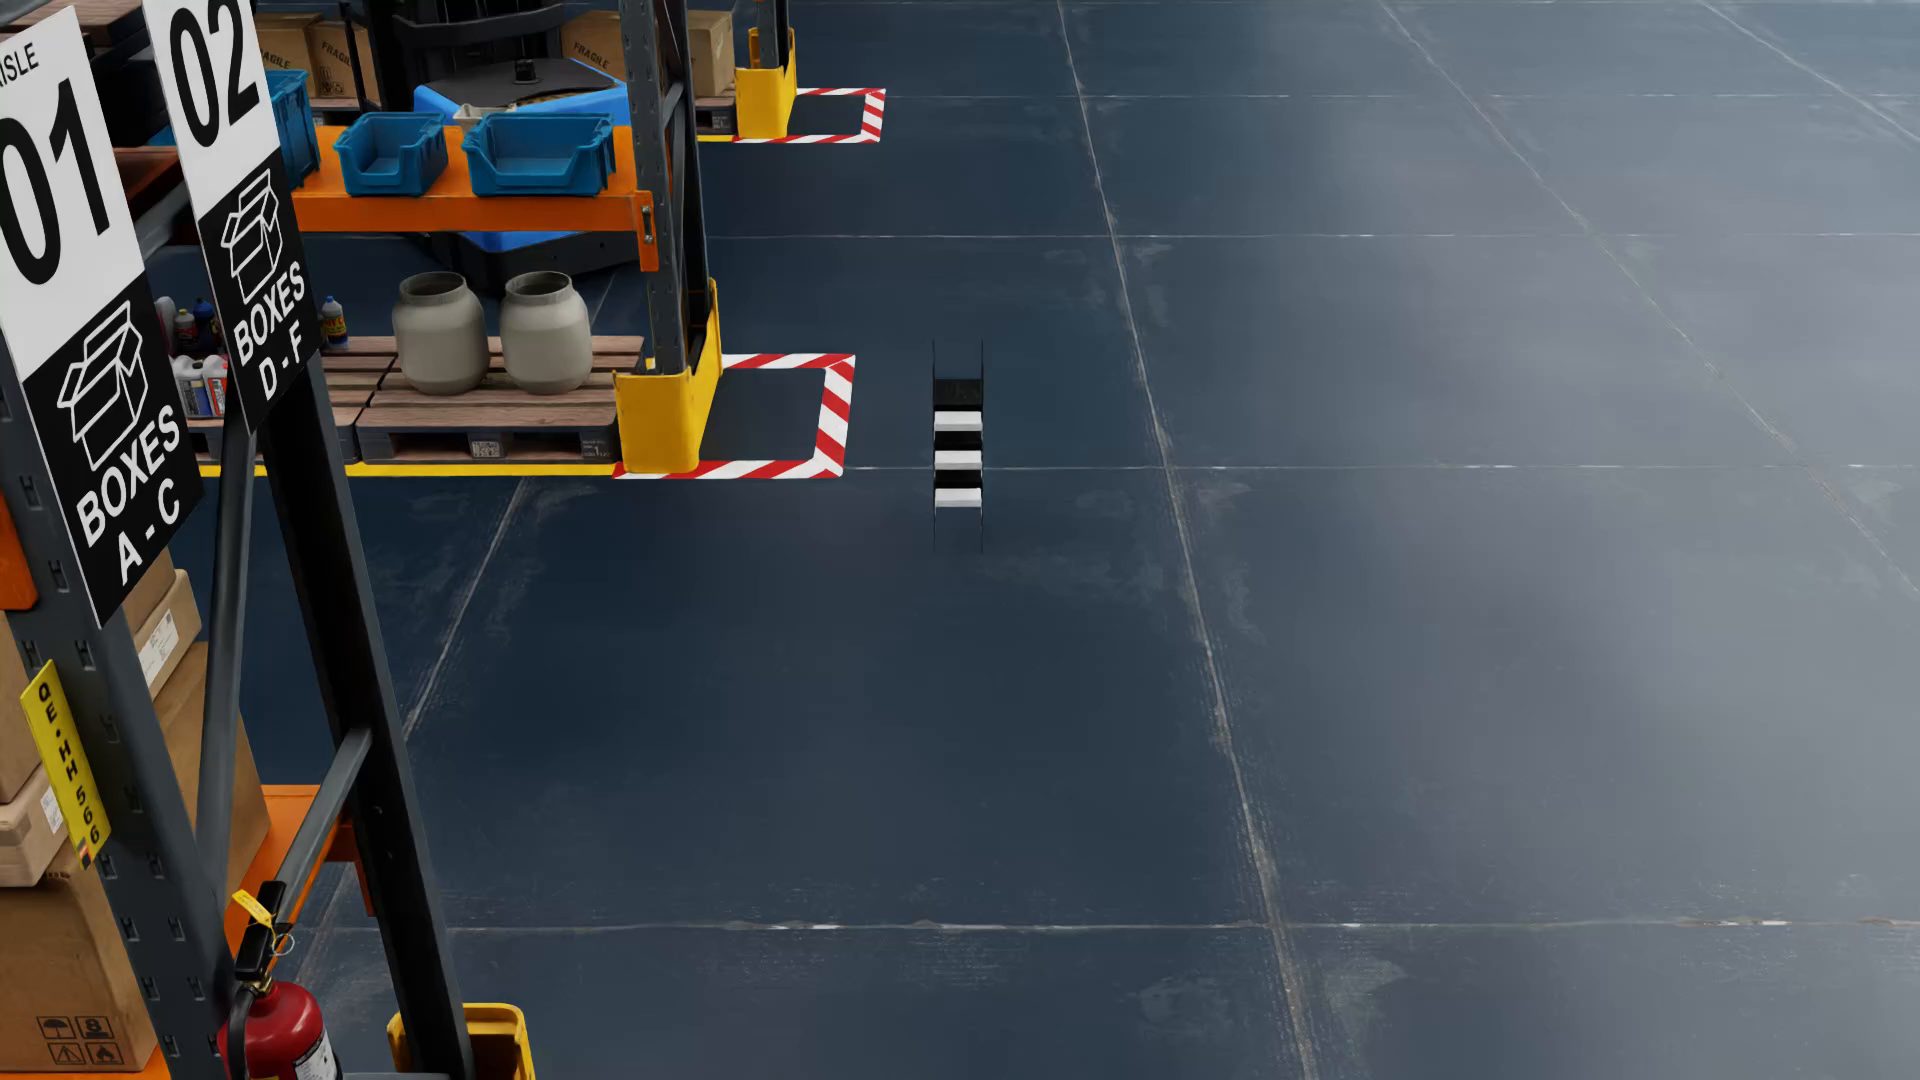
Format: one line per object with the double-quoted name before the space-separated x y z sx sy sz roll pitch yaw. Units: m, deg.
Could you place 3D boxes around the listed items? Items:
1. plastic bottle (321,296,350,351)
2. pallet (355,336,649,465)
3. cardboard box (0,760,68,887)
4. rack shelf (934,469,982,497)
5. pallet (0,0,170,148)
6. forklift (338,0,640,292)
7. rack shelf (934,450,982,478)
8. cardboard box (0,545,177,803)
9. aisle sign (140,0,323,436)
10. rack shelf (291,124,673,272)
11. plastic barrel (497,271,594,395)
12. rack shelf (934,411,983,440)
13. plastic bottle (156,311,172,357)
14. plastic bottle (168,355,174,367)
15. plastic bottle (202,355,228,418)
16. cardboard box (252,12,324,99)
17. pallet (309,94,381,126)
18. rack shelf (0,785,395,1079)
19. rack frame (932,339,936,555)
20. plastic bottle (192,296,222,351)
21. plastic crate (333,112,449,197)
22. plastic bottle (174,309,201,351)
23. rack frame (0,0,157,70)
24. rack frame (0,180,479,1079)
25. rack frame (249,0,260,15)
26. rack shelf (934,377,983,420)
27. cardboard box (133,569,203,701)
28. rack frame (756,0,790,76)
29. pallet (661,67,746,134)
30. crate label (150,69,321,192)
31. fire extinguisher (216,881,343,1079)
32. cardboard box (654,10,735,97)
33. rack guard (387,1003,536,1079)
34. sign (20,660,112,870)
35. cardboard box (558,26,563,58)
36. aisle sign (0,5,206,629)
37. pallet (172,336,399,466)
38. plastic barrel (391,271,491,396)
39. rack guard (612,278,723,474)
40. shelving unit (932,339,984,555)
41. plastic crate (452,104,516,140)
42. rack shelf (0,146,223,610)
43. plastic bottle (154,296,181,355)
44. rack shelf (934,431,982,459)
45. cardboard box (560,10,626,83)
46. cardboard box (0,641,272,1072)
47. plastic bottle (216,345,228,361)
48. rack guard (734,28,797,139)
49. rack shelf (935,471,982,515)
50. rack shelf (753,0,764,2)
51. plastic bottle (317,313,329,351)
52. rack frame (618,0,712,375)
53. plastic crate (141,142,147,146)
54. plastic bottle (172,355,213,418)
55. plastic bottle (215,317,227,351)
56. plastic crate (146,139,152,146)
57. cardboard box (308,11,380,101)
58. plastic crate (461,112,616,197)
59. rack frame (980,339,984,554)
"plastic bottle" -3.150 -1.097 8.373 0.097 0.271 0.097 0 31 0
"pallet" -2.223 -0.703 8.206 1.213 0.211 1.003 0 31 0
"cardboard box" -1.690 0.430 2.929 0.250 0.149 0.380 -1 31 -1
"rack shelf" -0.008 -0.279 7.081 0.200 0.077 0.258 0 31 0
"pallet" -2.016 -0.606 2.551 1.213 0.211 1.003 0 31 0
"forklift" -3.129 -3.360 9.962 1.130 2.935 3.031 -22 37 -31
"rack shelf" -0.008 -0.356 7.034 0.200 0.077 0.258 0 31 0
"cardboard box" -1.828 0.047 2.933 0.500 0.500 0.700 0 31 0
"aisle sign" -1.245 -0.621 2.876 0.004 0.787 0.394 0 31 0
"rack shelf" -3.335 -1.606 7.699 4.000 0.370 1.077 0 31 0
"plastic barrel" -1.992 -0.994 7.990 0.421 0.512 0.421 0 31 0
"rack shelf" -0.008 -0.510 6.940 0.200 0.077 0.258 0 31 0
"plastic bottle" -4.014 -1.030 8.251 0.133 0.283 0.061 0 31 0
"plastic bottle" -3.725 -0.753 7.728 0.185 0.351 0.144 1 31 2
"plastic bottle" -3.421 -0.724 7.753 0.135 0.276 0.152 0 31 0
"cardboard box" -4.964 -3.568 12.244 0.500 0.500 0.500 -1 31 -2
"pallet" -4.693 -3.305 12.493 1.213 0.211 1.003 0 31 0
"rack shelf" -3.309 0.963 3.464 4.000 0.370 1.077 0 31 0
"rack frame" -0.110 -0.384 7.016 0.006 0.900 0.240 0 31 0
"plastic bottle" -3.795 -1.095 8.370 0.097 0.271 0.097 0 31 0
"plastic crate" -2.483 -1.700 7.304 0.408 0.251 0.499 0 31 0
"plastic bottle" -3.897 -1.065 8.387 0.097 0.201 0.097 0 31 0
"rack frame" -1.309 -1.915 1.731 0.127 3.000 1.000 0 31 0
"rack frame" -1.309 0.650 3.288 0.127 3.000 1.000 0 31 0
"rack frame" -5.365 -4.476 11.736 0.127 3.000 1.000 0 31 0
"rack shelf" -0.008 -0.587 6.894 0.200 0.077 0.258 0 31 0
"cardboard box" -1.702 0.219 3.276 0.250 0.149 0.380 0 31 -1
"rack frame" -1.365 -4.489 11.757 0.127 3.000 1.000 0 31 0
"pallet" -2.253 -3.312 12.506 1.213 0.211 1.003 0 31 0
"crate label" -3.174 -1.789 7.273 0.616 0.435 0.502 0 31 0
"fire extinguisher" -1.188 0.923 2.911 0.183 0.674 0.296 0 31 0
"cardboard box" -1.989 -3.607 12.307 0.500 0.500 0.500 5 32 9
"rack guard" -1.285 1.718 3.936 0.348 0.500 1.175 0 31 0
"sign" -1.319 0.335 2.462 0.005 0.325 0.100 0 31 0
"cardboard box" -3.213 -3.595 12.288 0.500 0.500 0.500 3 31 4
"aisle sign" -1.241 -0.310 2.363 0.004 0.787 0.394 0 31 0
"pallet" -3.440 -0.701 8.202 1.213 0.211 1.003 0 31 0
"plastic barrel" -2.494 -0.992 7.988 0.421 0.512 0.421 0 31 0
"rack guard" -1.410 -0.826 8.130 0.348 0.500 1.175 0 31 0
"shelving unit" -0.008 -0.385 7.017 0.210 0.900 0.258 0 31 0
"plastic crate" -2.232 -1.971 7.861 0.250 0.136 0.298 0 31 0
"rack shelf" -3.309 -0.319 2.686 4.000 0.370 1.077 0 31 0
"plastic bottle" -4.015 -1.082 8.344 0.135 0.276 0.152 0 31 1
"rack shelf" -0.008 -0.433 6.987 0.200 0.077 0.258 0 31 0
"cardboard box" -2.587 -3.587 12.275 0.500 0.500 0.500 8 32 13
"cardboard box" -1.776 0.602 3.270 0.500 0.500 0.700 0 31 0
"plastic bottle" -3.422 -0.782 7.842 0.133 0.283 0.061 0 31 0
"rack guard" -1.441 -3.420 12.405 0.348 0.500 1.175 0 31 0
"rack shelf" -0.008 -0.202 7.127 0.200 0.077 0.258 0 31 0
"rack shelf" -3.365 -4.175 11.933 4.000 0.370 1.077 0 31 0
"plastic bottle" -3.253 -1.067 8.391 0.097 0.201 0.097 0 31 0
"rack frame" -1.335 -1.920 7.522 0.127 3.000 1.000 0 31 0
"plastic crate" -3.976 -1.675 7.322 0.662 0.188 0.450 0 31 0
"plastic bottle" -3.560 -0.723 7.752 0.135 0.276 0.152 -1 31 -2
"plastic bottle" -3.692 -1.066 8.388 0.097 0.201 0.097 0 31 0
"plastic crate" -3.712 -1.931 7.795 0.437 0.136 0.530 0 31 0
"cardboard box" -4.392 -3.574 12.253 0.500 0.500 0.500 10 33 15
"plastic crate" -1.833 -1.699 7.303 0.616 0.251 0.499 0 31 0
"rack frame" 0.094 -0.385 7.017 0.006 0.900 0.240 0 31 0
